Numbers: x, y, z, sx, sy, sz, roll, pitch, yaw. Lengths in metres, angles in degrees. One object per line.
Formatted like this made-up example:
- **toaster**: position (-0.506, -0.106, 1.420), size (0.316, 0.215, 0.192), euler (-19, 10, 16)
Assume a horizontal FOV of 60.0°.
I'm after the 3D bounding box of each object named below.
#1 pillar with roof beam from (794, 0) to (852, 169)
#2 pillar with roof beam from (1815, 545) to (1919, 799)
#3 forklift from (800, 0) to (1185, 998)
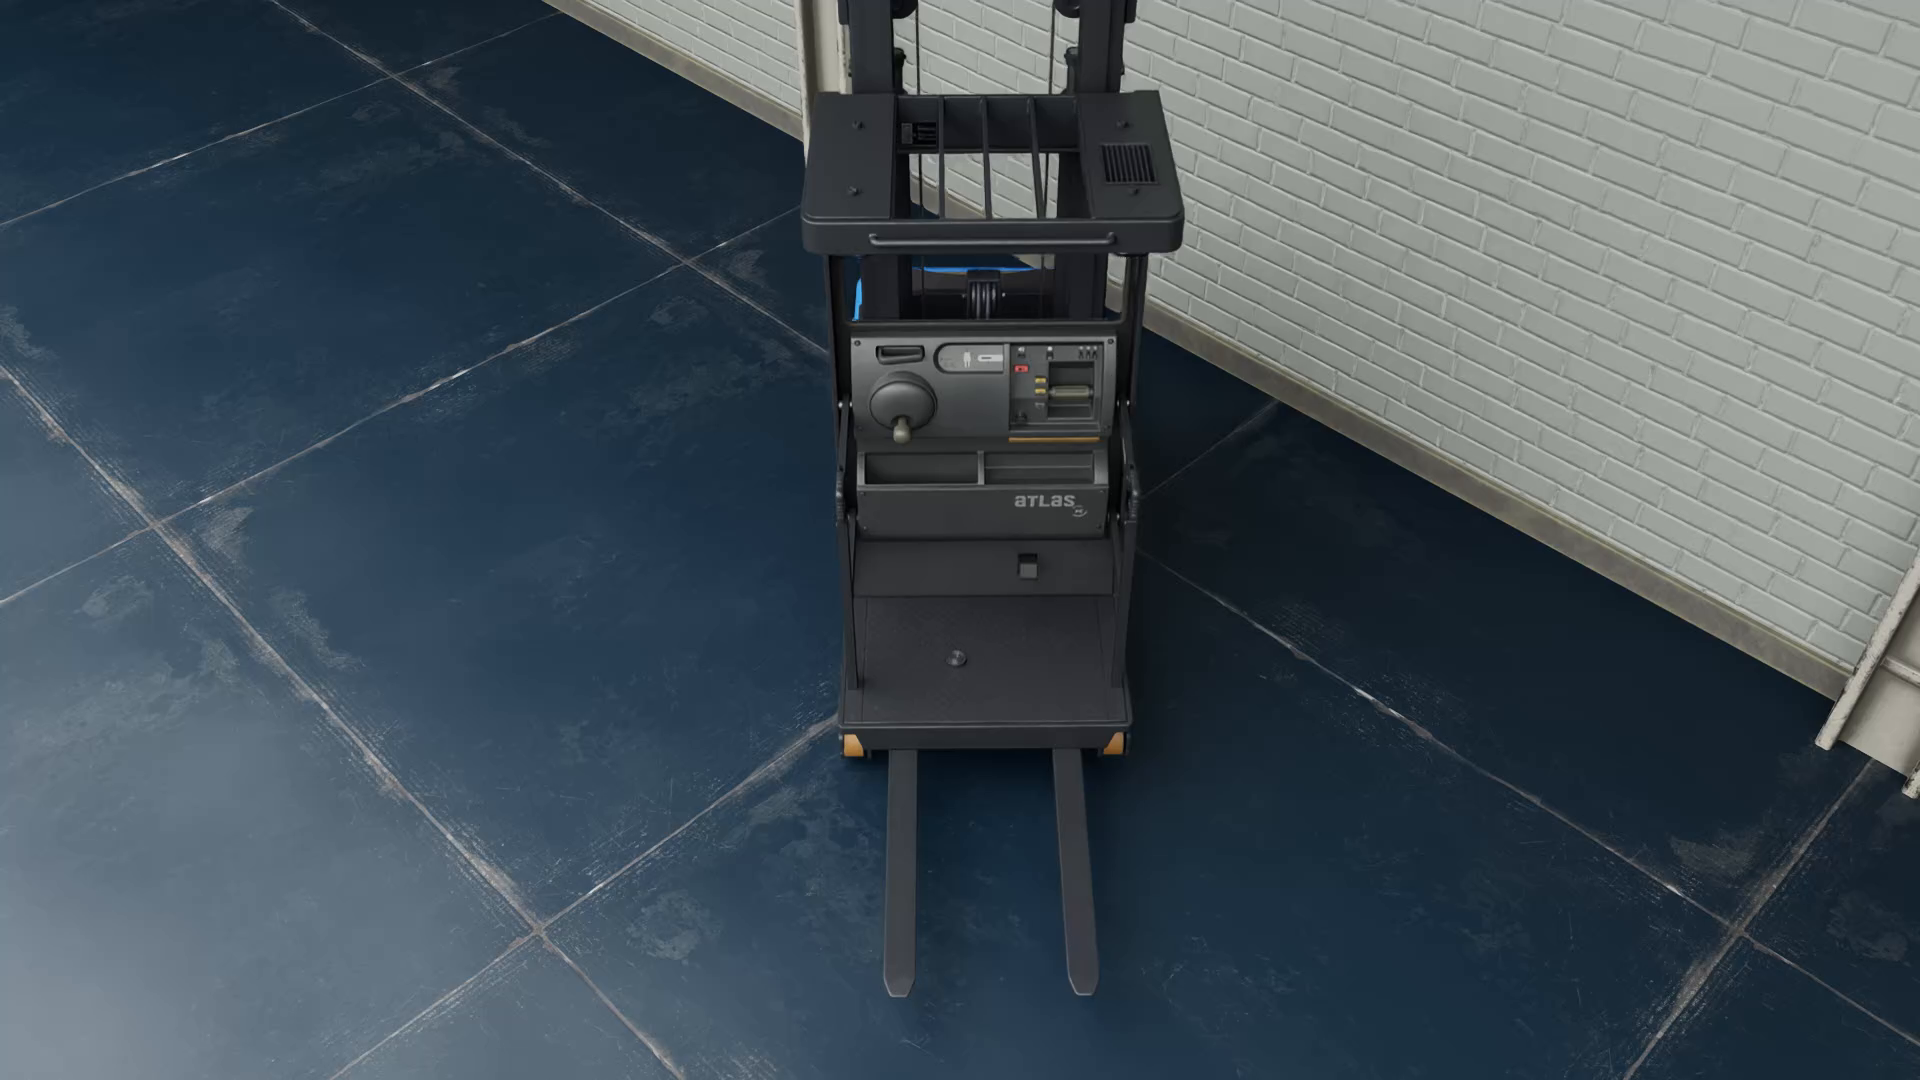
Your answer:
- **pillar with roof beam**: position (-3.694, -3.309, 4.318), size (9.100, 9.000, 0.400), euler (-34, 53, -31)
- **pillar with roof beam**: position (0.543, -0.426, 1.198), size (9.100, 9.000, 0.400), euler (-34, 53, -31)
- **forklift**: position (0.089, -0.452, 5.697), size (1.130, 2.935, 3.031), euler (0, 43, 0)
